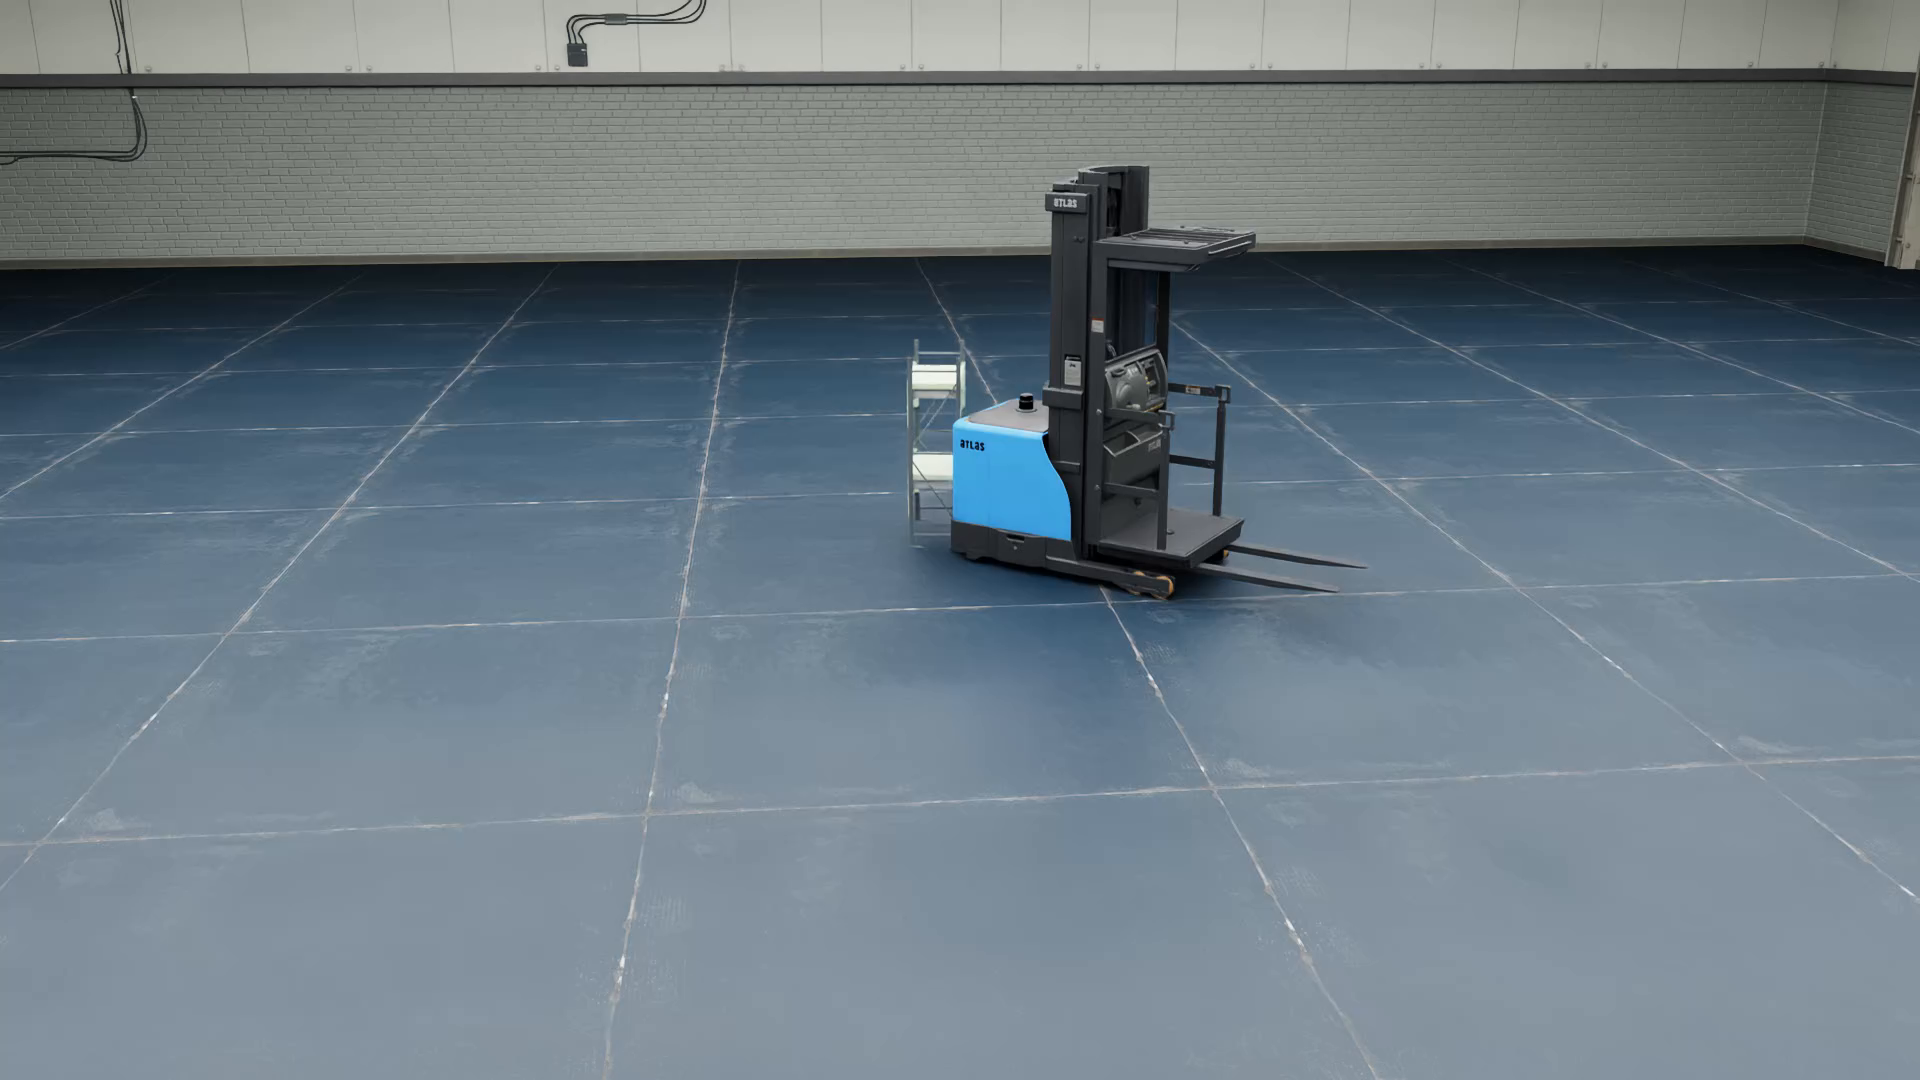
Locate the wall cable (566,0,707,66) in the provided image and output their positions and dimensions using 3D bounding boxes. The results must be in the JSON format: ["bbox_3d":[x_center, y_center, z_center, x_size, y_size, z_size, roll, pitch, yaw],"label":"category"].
[{"bbox_3d":[-5.273,-10.677,26.485,2.305,6.003,0.169,-2,18,-6],"label":"wall cable"}]

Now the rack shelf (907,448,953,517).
[{"bbox_3d":[-0.181,-0.458,13.220,0.431,0.370,0.720,1,17,2],"label":"rack shelf"}]

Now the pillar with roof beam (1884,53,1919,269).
[{"bbox_3d":[11.322,-8.688,25.826,9.100,9.000,0.400,-2,18,-6],"label":"pillar with roof beam"}]

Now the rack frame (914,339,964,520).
[{"bbox_3d":[-0.165,-0.879,13.472,0.400,1.500,0.023,1,17,2],"label":"rack frame"}]

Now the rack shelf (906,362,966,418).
[{"bbox_3d":[-0.181,-1.141,13.006,0.431,0.370,0.720,1,17,2],"label":"rack shelf"}]

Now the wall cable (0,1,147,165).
[{"bbox_3d":[-14.717,-7.285,26.541,3.097,2.526,0.112,-2,18,-6],"label":"wall cable"}]

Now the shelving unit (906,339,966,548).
[{"bbox_3d":[-0.181,-0.769,13.123,0.431,1.500,0.755,1,17,2],"label":"shelving unit"}]

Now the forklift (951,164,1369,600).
[{"bbox_3d":[1.455,-1.156,11.967,3.031,2.935,1.130,10,20,30],"label":"forklift"}]

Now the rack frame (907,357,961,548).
[{"bbox_3d":[-0.196,-0.660,12.774,0.400,1.500,0.023,1,17,2],"label":"rack frame"}]
